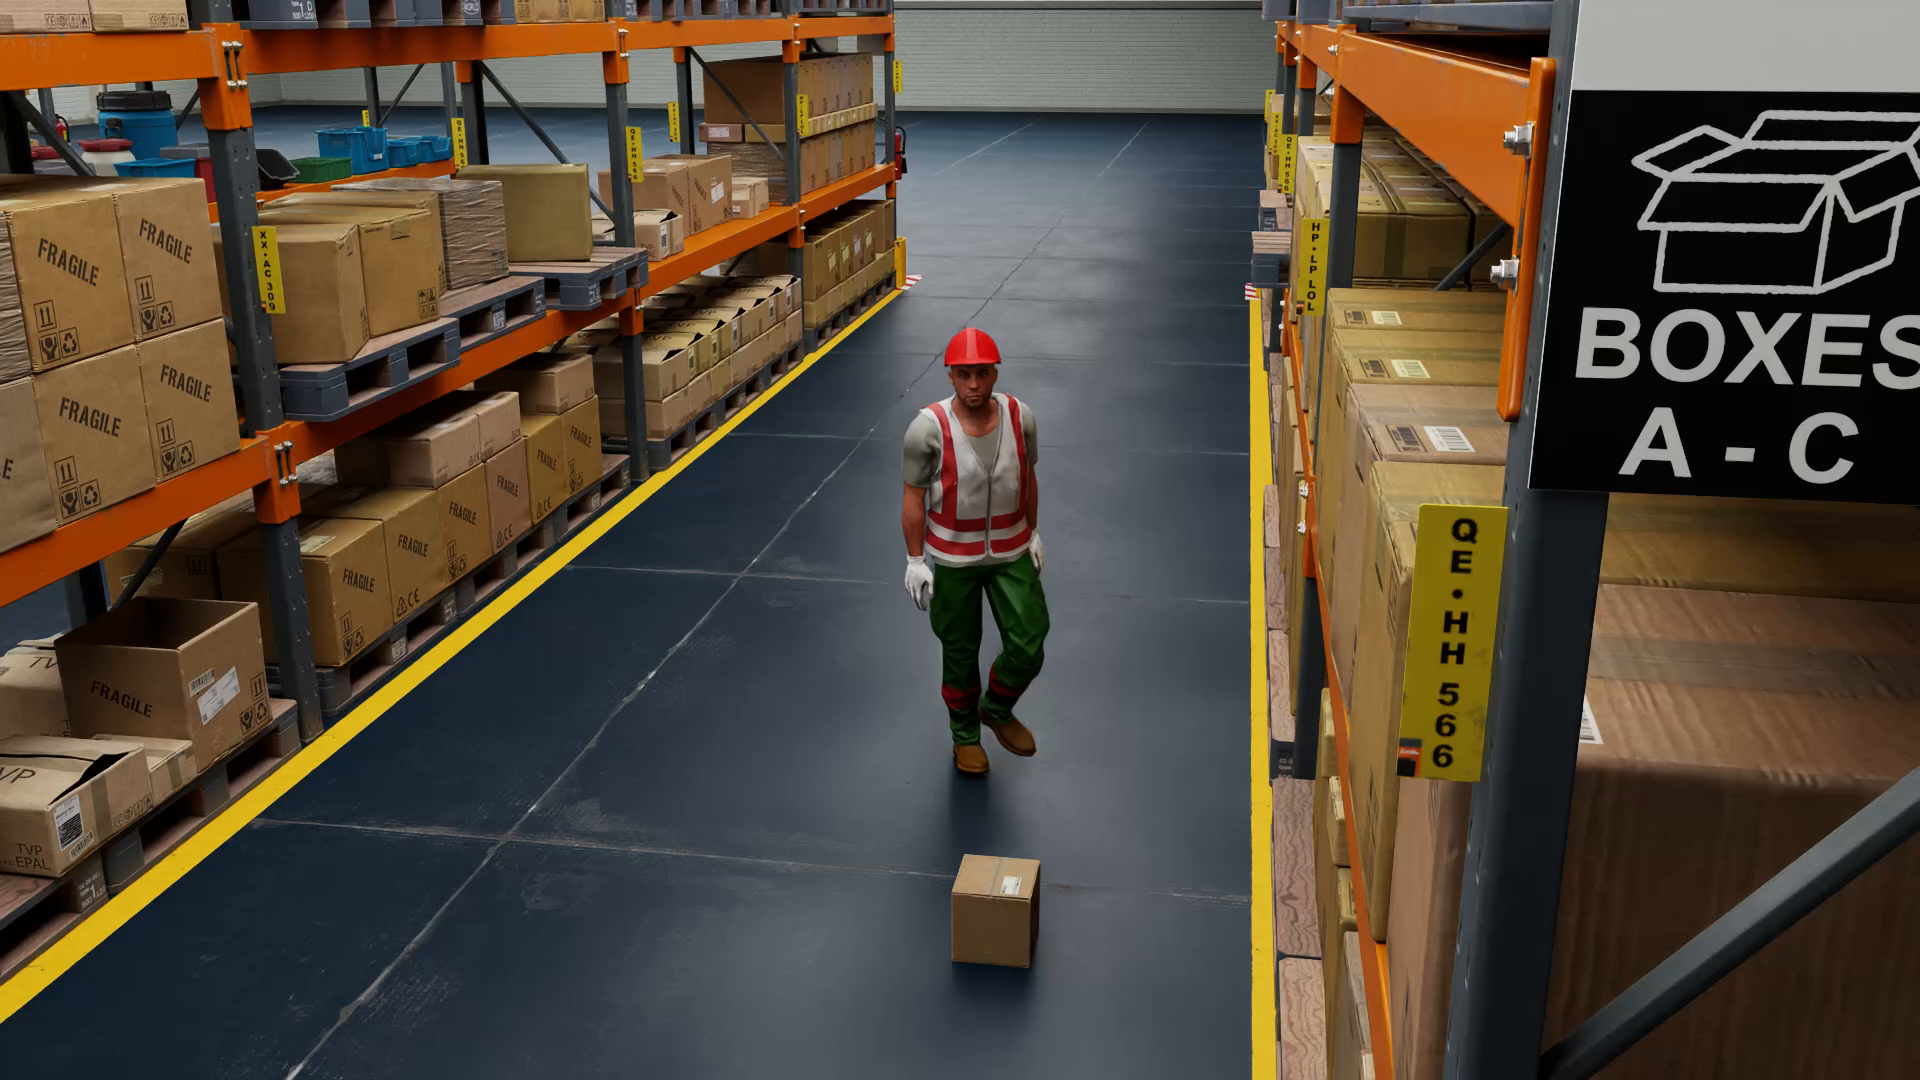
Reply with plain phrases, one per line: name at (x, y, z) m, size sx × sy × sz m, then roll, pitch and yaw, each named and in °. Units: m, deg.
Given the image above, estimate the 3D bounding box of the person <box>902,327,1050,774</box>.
person at (0.068, 0.064, 6.260) m, size 0.582 × 1.773 × 0.467 m, roll -4°, pitch 18°, yaw -13°
